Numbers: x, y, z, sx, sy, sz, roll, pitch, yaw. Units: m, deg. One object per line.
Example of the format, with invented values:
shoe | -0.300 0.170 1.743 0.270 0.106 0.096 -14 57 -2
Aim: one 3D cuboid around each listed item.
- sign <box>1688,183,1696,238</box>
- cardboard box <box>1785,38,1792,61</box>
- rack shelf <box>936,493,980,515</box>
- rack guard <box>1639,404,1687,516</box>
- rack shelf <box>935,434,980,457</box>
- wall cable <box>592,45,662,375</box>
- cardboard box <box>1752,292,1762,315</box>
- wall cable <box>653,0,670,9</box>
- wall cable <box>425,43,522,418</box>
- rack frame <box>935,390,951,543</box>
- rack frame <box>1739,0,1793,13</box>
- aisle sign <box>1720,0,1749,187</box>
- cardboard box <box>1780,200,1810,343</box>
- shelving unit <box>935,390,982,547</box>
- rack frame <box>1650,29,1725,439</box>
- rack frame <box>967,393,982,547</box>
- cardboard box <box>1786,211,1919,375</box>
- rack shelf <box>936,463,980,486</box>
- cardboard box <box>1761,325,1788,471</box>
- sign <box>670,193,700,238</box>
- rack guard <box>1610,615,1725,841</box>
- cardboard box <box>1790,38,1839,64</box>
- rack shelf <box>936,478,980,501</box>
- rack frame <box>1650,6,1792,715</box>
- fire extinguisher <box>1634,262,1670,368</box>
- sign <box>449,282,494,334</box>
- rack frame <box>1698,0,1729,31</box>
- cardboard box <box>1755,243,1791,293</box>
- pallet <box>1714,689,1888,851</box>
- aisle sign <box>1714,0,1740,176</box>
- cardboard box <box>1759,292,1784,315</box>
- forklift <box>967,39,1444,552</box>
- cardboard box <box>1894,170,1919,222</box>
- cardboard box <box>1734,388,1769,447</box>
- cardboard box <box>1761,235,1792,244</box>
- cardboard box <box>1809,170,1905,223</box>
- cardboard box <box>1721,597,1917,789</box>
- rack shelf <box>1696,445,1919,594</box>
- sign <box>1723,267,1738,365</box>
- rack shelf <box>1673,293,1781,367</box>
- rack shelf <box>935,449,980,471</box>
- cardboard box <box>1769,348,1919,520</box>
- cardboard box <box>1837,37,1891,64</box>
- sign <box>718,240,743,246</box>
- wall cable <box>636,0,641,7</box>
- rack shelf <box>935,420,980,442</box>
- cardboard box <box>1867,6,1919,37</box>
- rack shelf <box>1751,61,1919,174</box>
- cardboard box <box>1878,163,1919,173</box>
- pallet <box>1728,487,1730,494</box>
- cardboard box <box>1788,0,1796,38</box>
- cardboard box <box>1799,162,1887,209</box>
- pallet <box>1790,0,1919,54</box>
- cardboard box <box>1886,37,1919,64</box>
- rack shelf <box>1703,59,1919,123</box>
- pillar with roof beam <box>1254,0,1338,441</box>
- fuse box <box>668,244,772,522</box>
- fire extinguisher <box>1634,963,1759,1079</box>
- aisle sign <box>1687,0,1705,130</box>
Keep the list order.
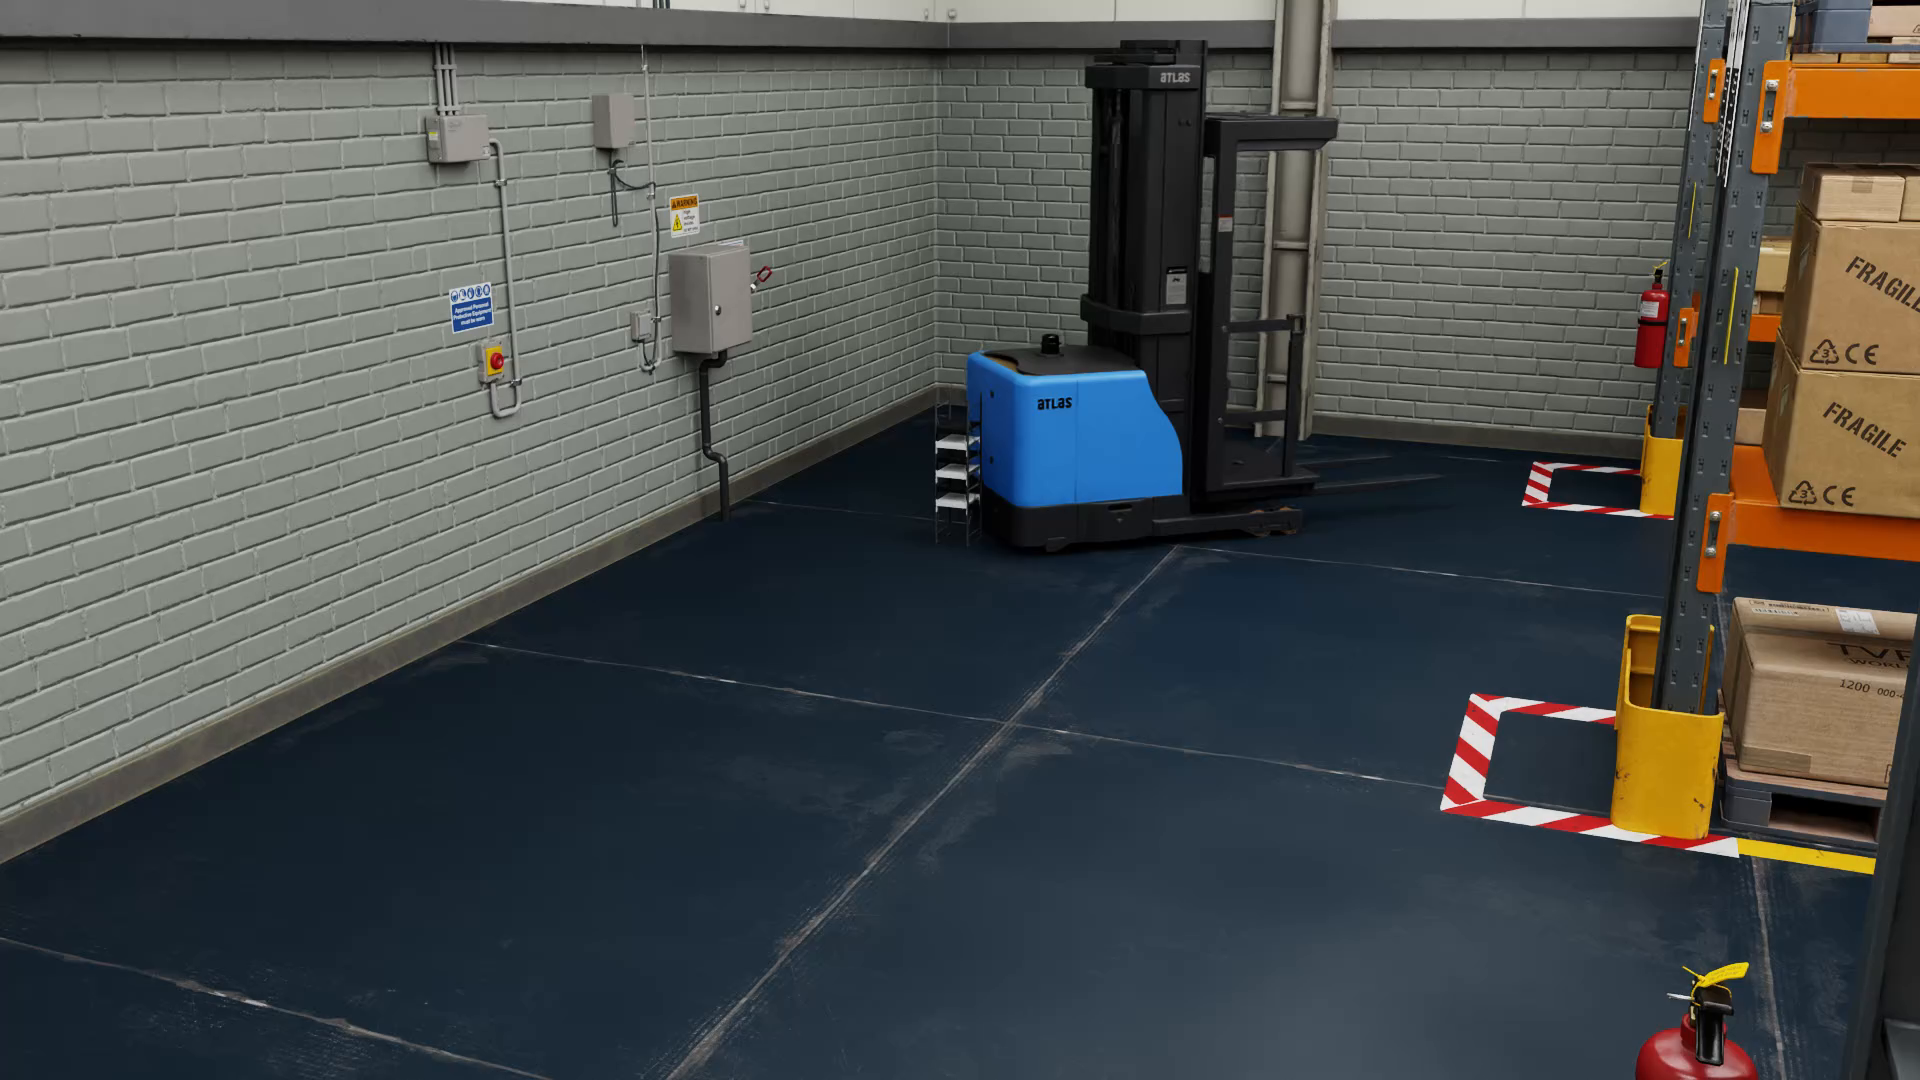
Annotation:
sign | 4.507 -2.031 10.236 0.005 0.325 0.100 6 17 21
cardboard box | 4.918 -2.983 10.139 0.250 0.149 0.380 7 17 22
rack shelf | -0.008 -0.228 10.111 0.200 0.077 0.258 6 17 21
rack guard | 4.777 -0.548 11.164 0.348 0.500 1.175 6 17 21
rack shelf | -0.008 -0.574 10.010 0.200 0.077 0.258 6 17 21
wall cable | -1.856 -1.896 9.502 0.122 1.984 0.588 6 17 21
cardboard box | 4.911 -1.530 10.516 0.250 0.149 0.380 6 17 20
wall cable | -1.171 -4.789 10.464 0.133 3.039 2.988 6 17 21
wall cable | -2.365 -1.542 8.226 0.123 1.953 0.585 6 17 21
rack frame | -0.102 -0.443 10.087 0.006 0.900 0.240 6 17 21
rack frame | 2.889 -3.349 5.570 0.127 3.000 1.000 6 17 21
aisle sign | 2.715 -1.649 5.810 0.004 0.787 0.394 6 17 21
cardboard box | 3.424 -1.009 6.296 0.500 0.500 0.500 7 18 22
shelving unit | -0.008 -0.433 10.051 0.210 0.900 0.258 6 17 21
rack frame | 4.706 -1.756 10.842 0.127 3.000 1.000 6 17 21
rack frame | 0.087 -0.423 10.015 0.006 0.900 0.240 6 17 21
cardboard box | 3.231 -0.873 5.829 0.500 0.500 0.500 6 17 19
rack shelf | -0.008 -0.401 10.060 0.200 0.077 0.258 6 17 21
cardboard box | 3.434 -0.536 6.459 0.500 0.500 0.500 6 17 21
sign | -1.672 -1.972 10.106 0.001 0.242 0.339 6 17 21
rack guard | 2.866 0.730 6.763 0.348 0.500 1.175 6 17 21
cardboard box | 5.171 -2.963 10.070 0.250 0.149 0.380 7 17 22
rack shelf | -0.008 -0.315 10.085 0.200 0.077 0.258 6 17 21
rack frame | 2.889 -0.468 6.406 0.127 3.000 1.000 6 17 21
fire extinguisher | 4.400 -1.435 10.544 0.183 0.674 0.296 6 17 21
sign | -2.440 -1.162 8.313 0.001 0.218 0.327 6 17 21
rack frame | 4.706 -4.637 10.005 0.127 3.000 1.000 6 17 21
cardboard box | 5.030 -1.710 10.421 0.500 0.250 0.500 6 17 21
pallet | 3.661 0.933 6.583 1.213 0.211 1.003 6 17 21
aisle sign | 2.935 -1.804 6.346 0.004 0.787 0.394 6 17 21
cardboard box | 5.165 -1.516 10.468 0.250 0.149 0.380 7 18 22
forklift | 1.604 -1.559 10.286 3.031 2.935 1.130 -5 17 -18
cardboard box | 3.387 -1.191 5.761 0.250 0.149 0.380 7 17 22
cardboard box | 5.241 -0.672 10.831 0.637 0.503 0.797 6 17 18
cardboard box | 5.232 -1.849 10.896 0.500 0.250 0.500 7 18 22
cardboard box | 3.117 -1.200 5.790 0.250 0.149 0.380 7 17 22
cardboard box | 3.539 0.602 6.562 0.875 0.438 0.875 6 17 19
rack shelf | 4.749 0.082 5.802 4.000 0.370 1.077 6 17 21
sign | 2.679 -0.779 5.781 0.005 0.325 0.100 6 17 21
rack shelf | 6.567 -1.206 10.237 4.000 0.370 1.077 6 17 21
rack shelf | -0.008 -0.487 10.035 0.200 0.077 0.258 6 17 21
cardboard box | 3.230 -0.393 5.967 0.500 0.500 0.500 6 17 20
cardboard box | 5.403 -2.932 9.964 0.250 0.149 0.380 6 17 21
sign | -1.470 -1.672 10.725 0.001 0.494 0.329 6 17 21
wall cable | -2.228 -4.053 7.993 0.029 3.000 2.355 6 17 21
rack shelf | -0.008 -0.660 9.985 0.200 0.077 0.258 6 17 21
cardboard box | 5.499 -3.104 9.842 0.500 0.250 0.500 7 17 22
rack shelf | 4.749 -1.359 5.384 4.000 0.370 1.077 6 17 21
cardboard box | 3.541 -1.303 6.147 0.250 0.149 0.380 7 17 22
pallet | 5.519 -0.328 10.924 1.213 0.211 1.003 6 17 21
cardboard box | 5.019 -3.151 10.003 0.500 0.250 0.500 6 17 20
cardboard box | 3.296 -1.323 6.215 0.250 0.149 0.380 7 17 21
pallet | 3.583 -1.793 5.748 1.213 0.211 1.003 6 17 21
cardboard box | 5.598 -2.880 9.784 0.250 0.149 0.380 7 17 22
rack shelf | 6.567 -2.646 9.819 4.000 0.370 1.077 6 17 21
pillar with roof beam | 0.949 -4.030 7.915 0.400 9.000 9.100 6 17 21
fuse box | -1.459 -0.950 10.377 0.414 1.711 0.539 6 17 21
fire extinguisher | 1.101 0.897 2.512 0.183 0.674 0.296 6 17 21
aisle sign | 4.535 -2.935 10.241 0.004 0.787 0.394 6 17 21
